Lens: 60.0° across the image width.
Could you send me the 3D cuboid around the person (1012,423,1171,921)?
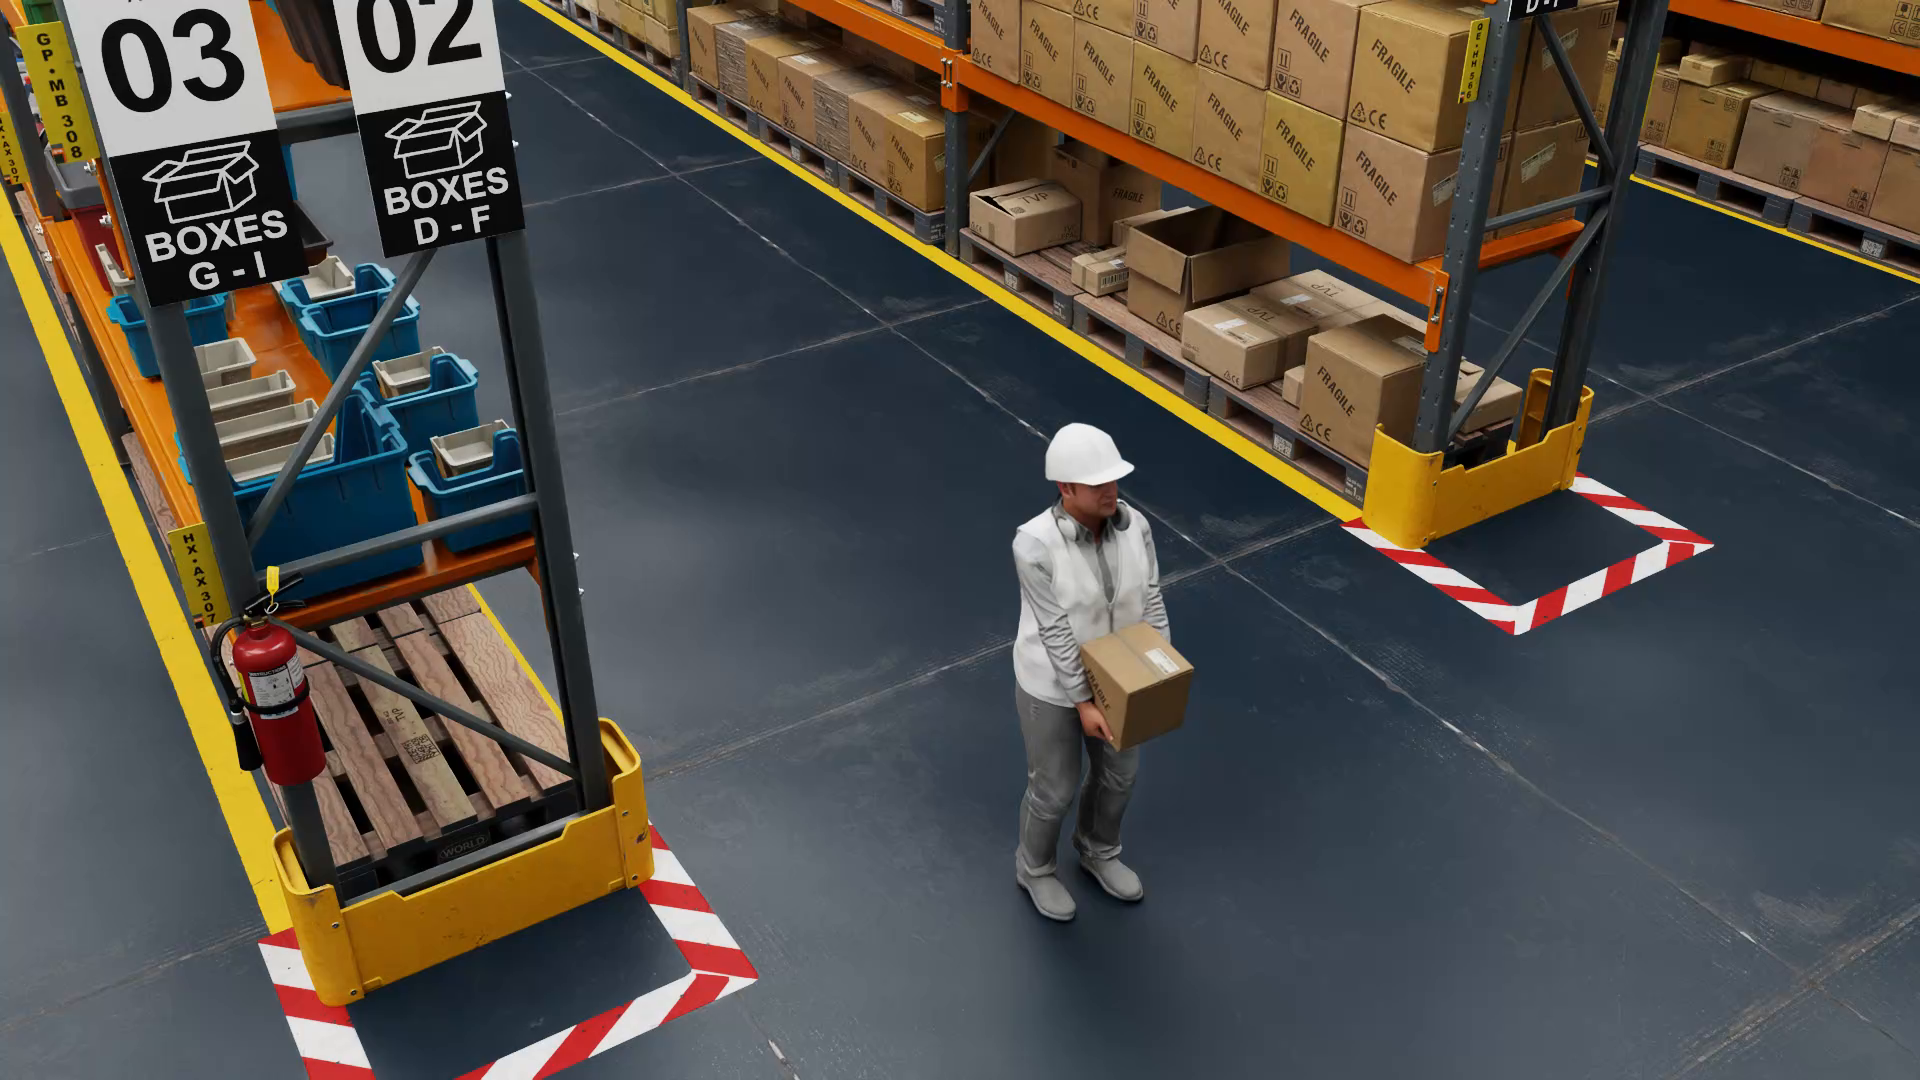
[{"bbox_3d":[0.453,0.477,5.369,0.494,1.763,0.549,-18,37,-26],"label":"person"}]
